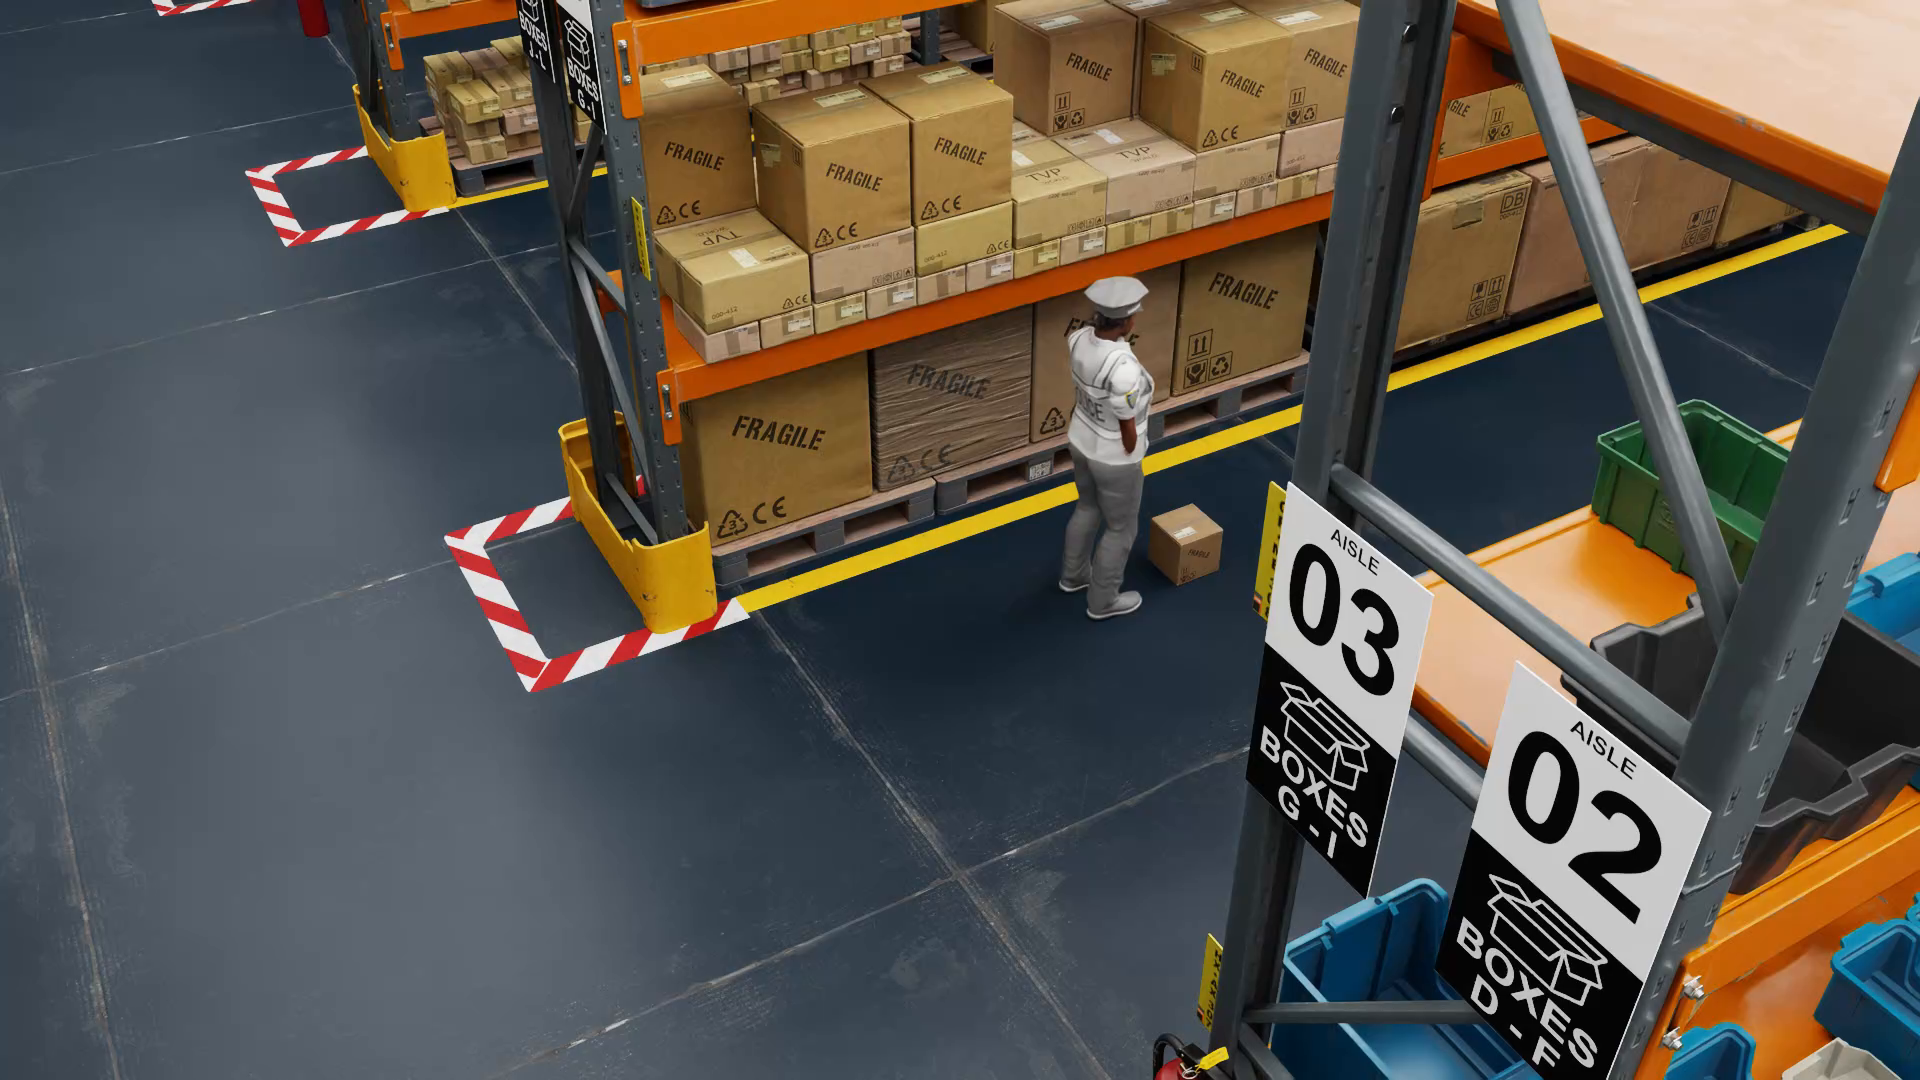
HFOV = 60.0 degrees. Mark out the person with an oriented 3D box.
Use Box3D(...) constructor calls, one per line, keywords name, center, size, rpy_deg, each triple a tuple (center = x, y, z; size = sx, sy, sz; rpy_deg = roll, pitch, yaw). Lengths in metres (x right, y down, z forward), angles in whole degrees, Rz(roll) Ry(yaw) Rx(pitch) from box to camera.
Box3D(name="person", center=(0.658, -0.402, 7.469), size=(0.340, 1.659, 0.438), rpy_deg=(-18, 41, -23))
